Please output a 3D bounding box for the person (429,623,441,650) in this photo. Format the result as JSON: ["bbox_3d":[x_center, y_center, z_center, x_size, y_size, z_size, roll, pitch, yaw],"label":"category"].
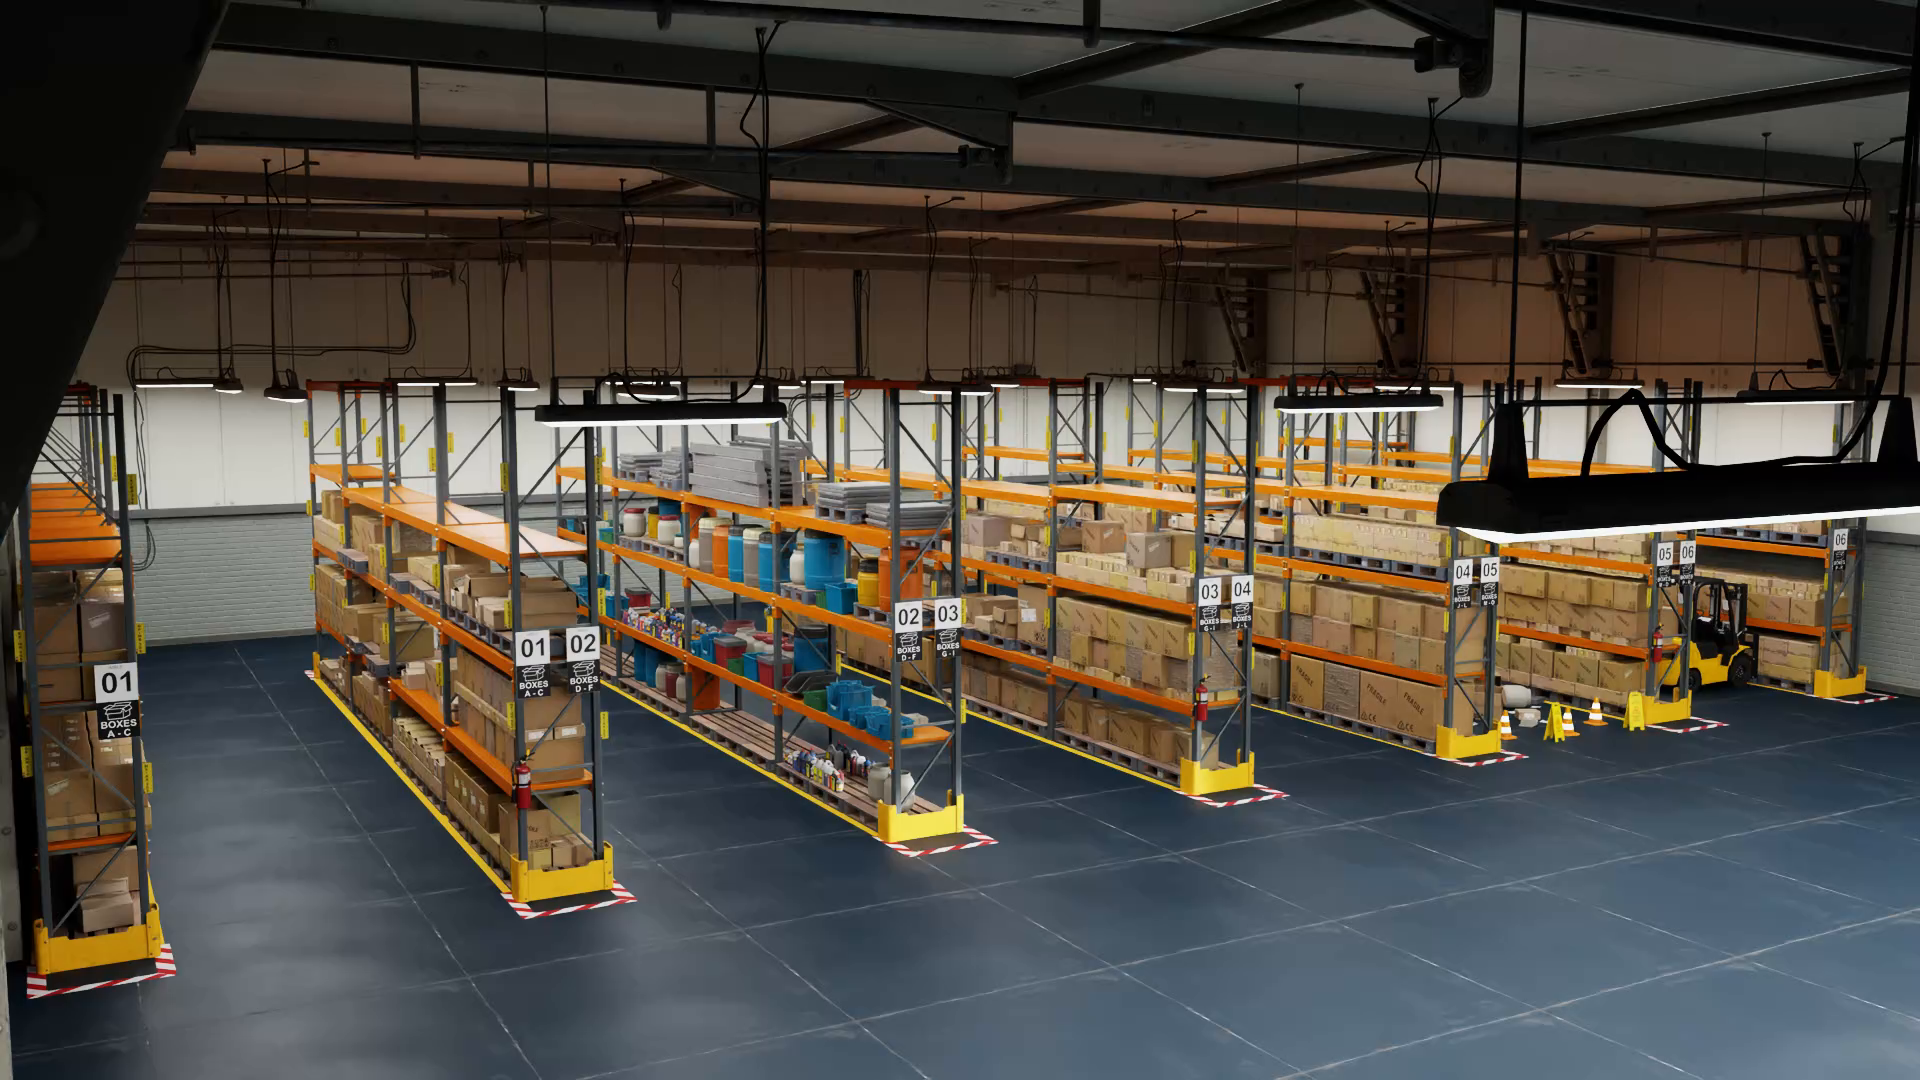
[{"bbox_3d":[-10.586,1.852,33.759,0.609,1.715,1.084,-5,8,-37],"label":"person"}]

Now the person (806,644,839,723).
[{"bbox_3d":[-2.222,2.373,28.031,0.927,1.477,0.430,5,8,40],"label":"person"}]

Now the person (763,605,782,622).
[{"bbox_3d":[-4.487,1.162,40.274,0.656,1.754,0.570,2,6,15],"label":"person"}]
